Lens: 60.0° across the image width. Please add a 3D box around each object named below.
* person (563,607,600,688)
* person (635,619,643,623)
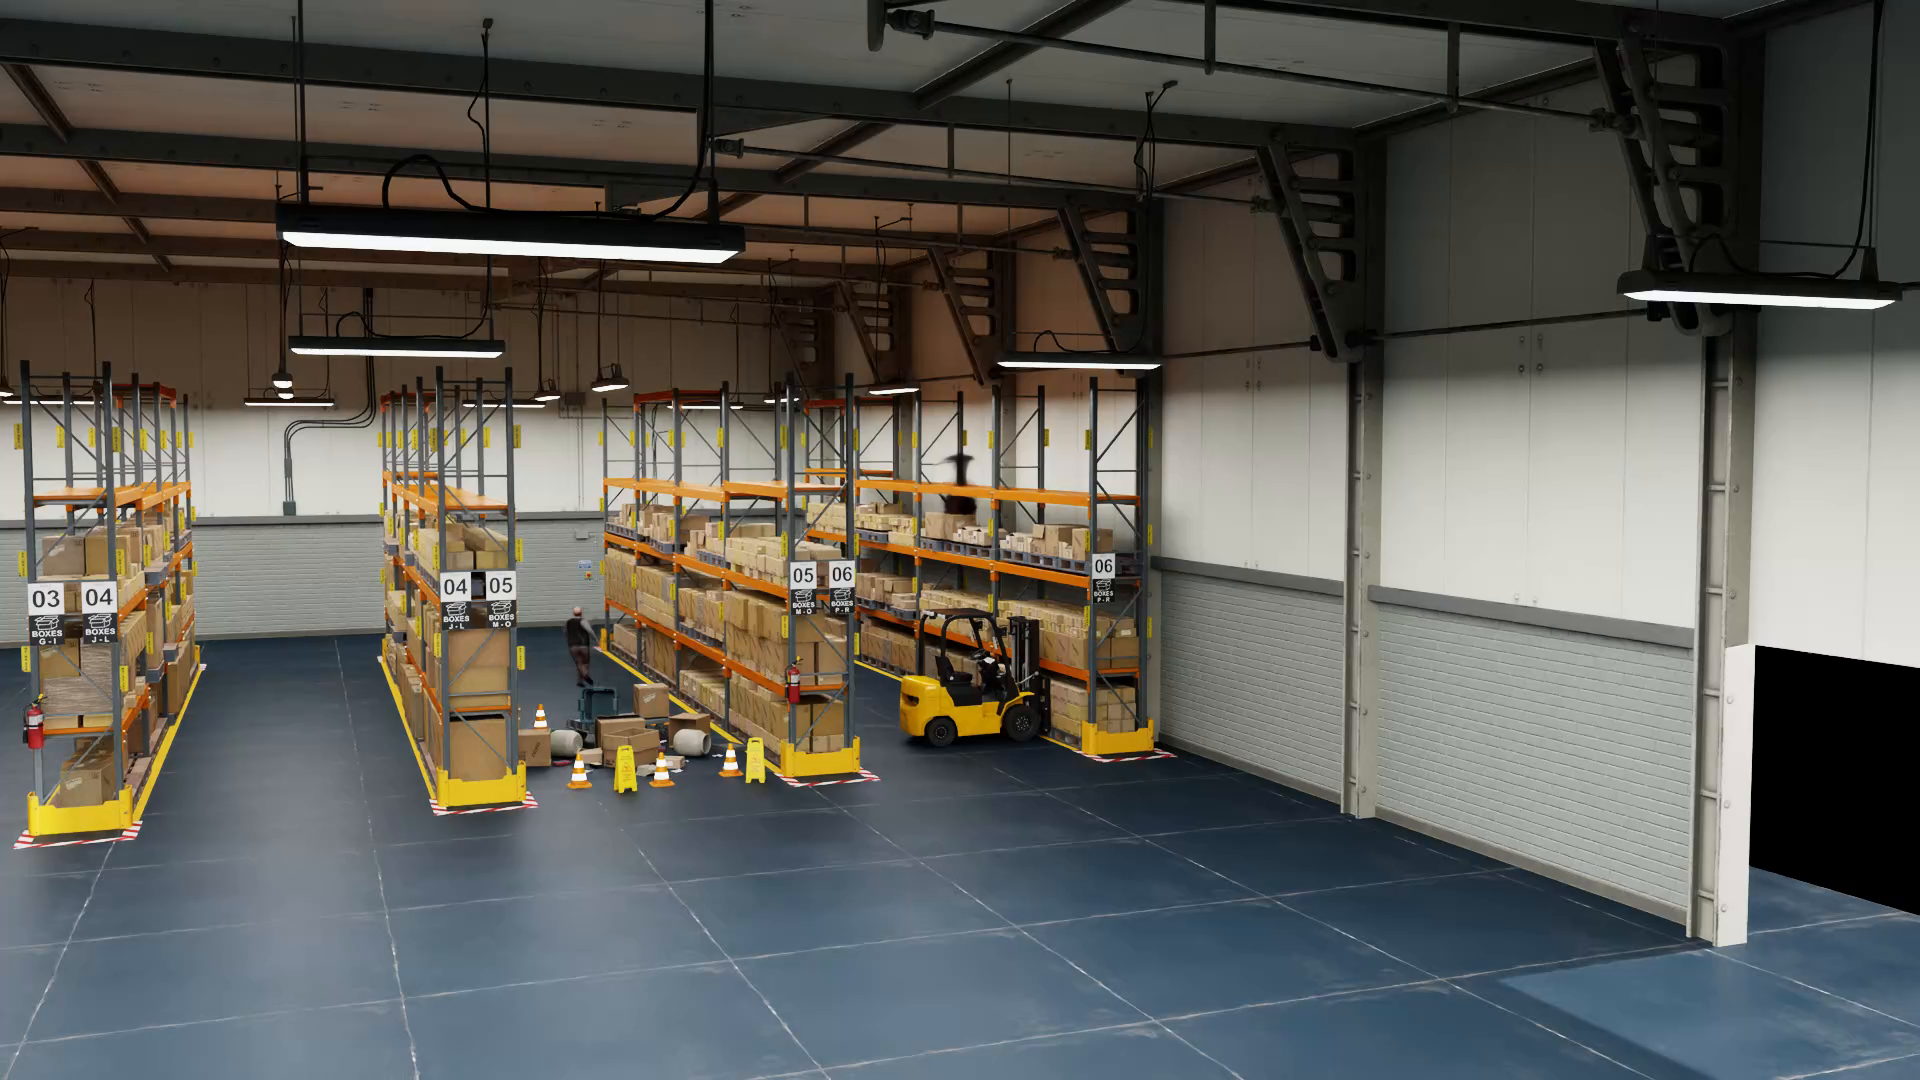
[{"bbox_3d":[-7.651,2.190,33.531,0.761,1.659,0.641,0,3,-1],"label":"person"},{"bbox_3d":[-8.169,1.626,42.976,0.562,1.605,0.608,3,5,45],"label":"person"}]
